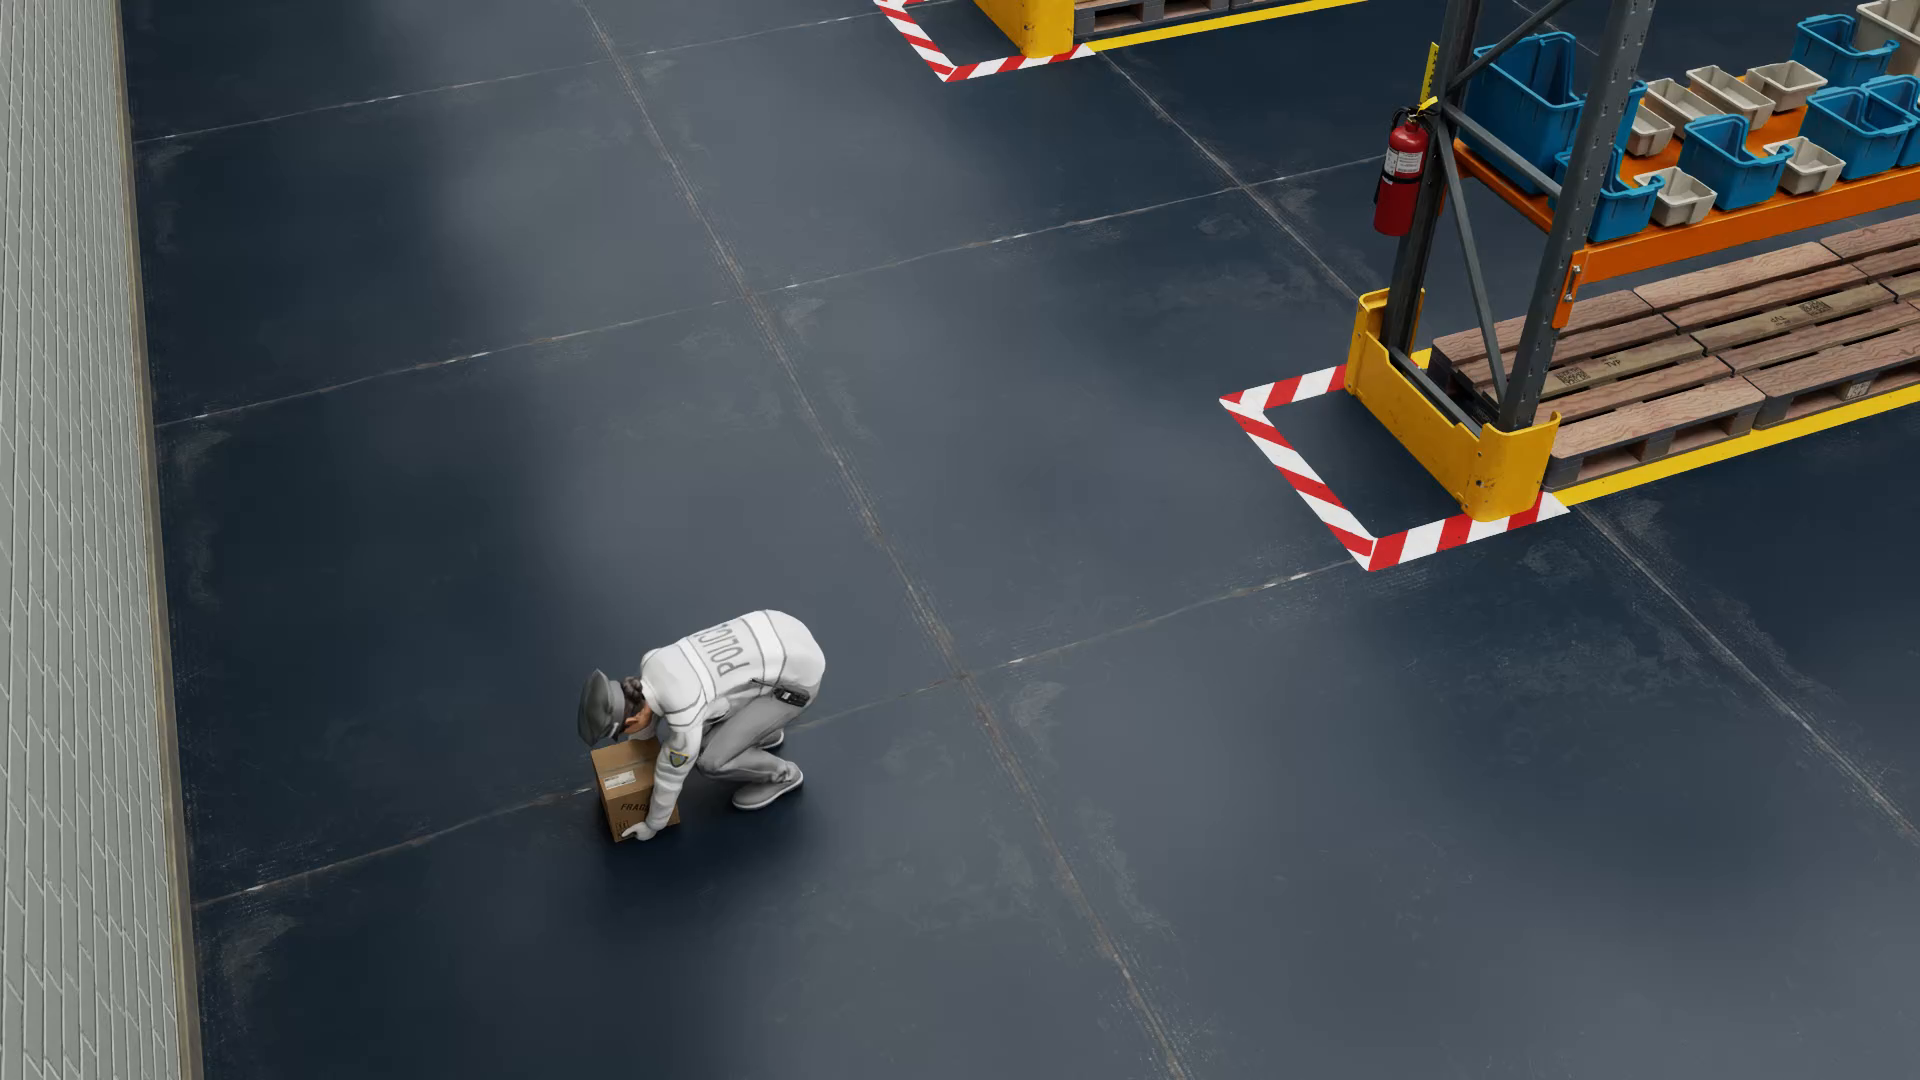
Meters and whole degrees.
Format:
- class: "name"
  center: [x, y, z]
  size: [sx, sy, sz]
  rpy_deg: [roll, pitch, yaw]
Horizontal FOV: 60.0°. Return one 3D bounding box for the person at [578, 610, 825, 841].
- class: "person"
  center: [-0.936, 0.664, 6.119]
  size: [0.915, 0.763, 0.455]
  rpy_deg: [-17, 45, -18]
